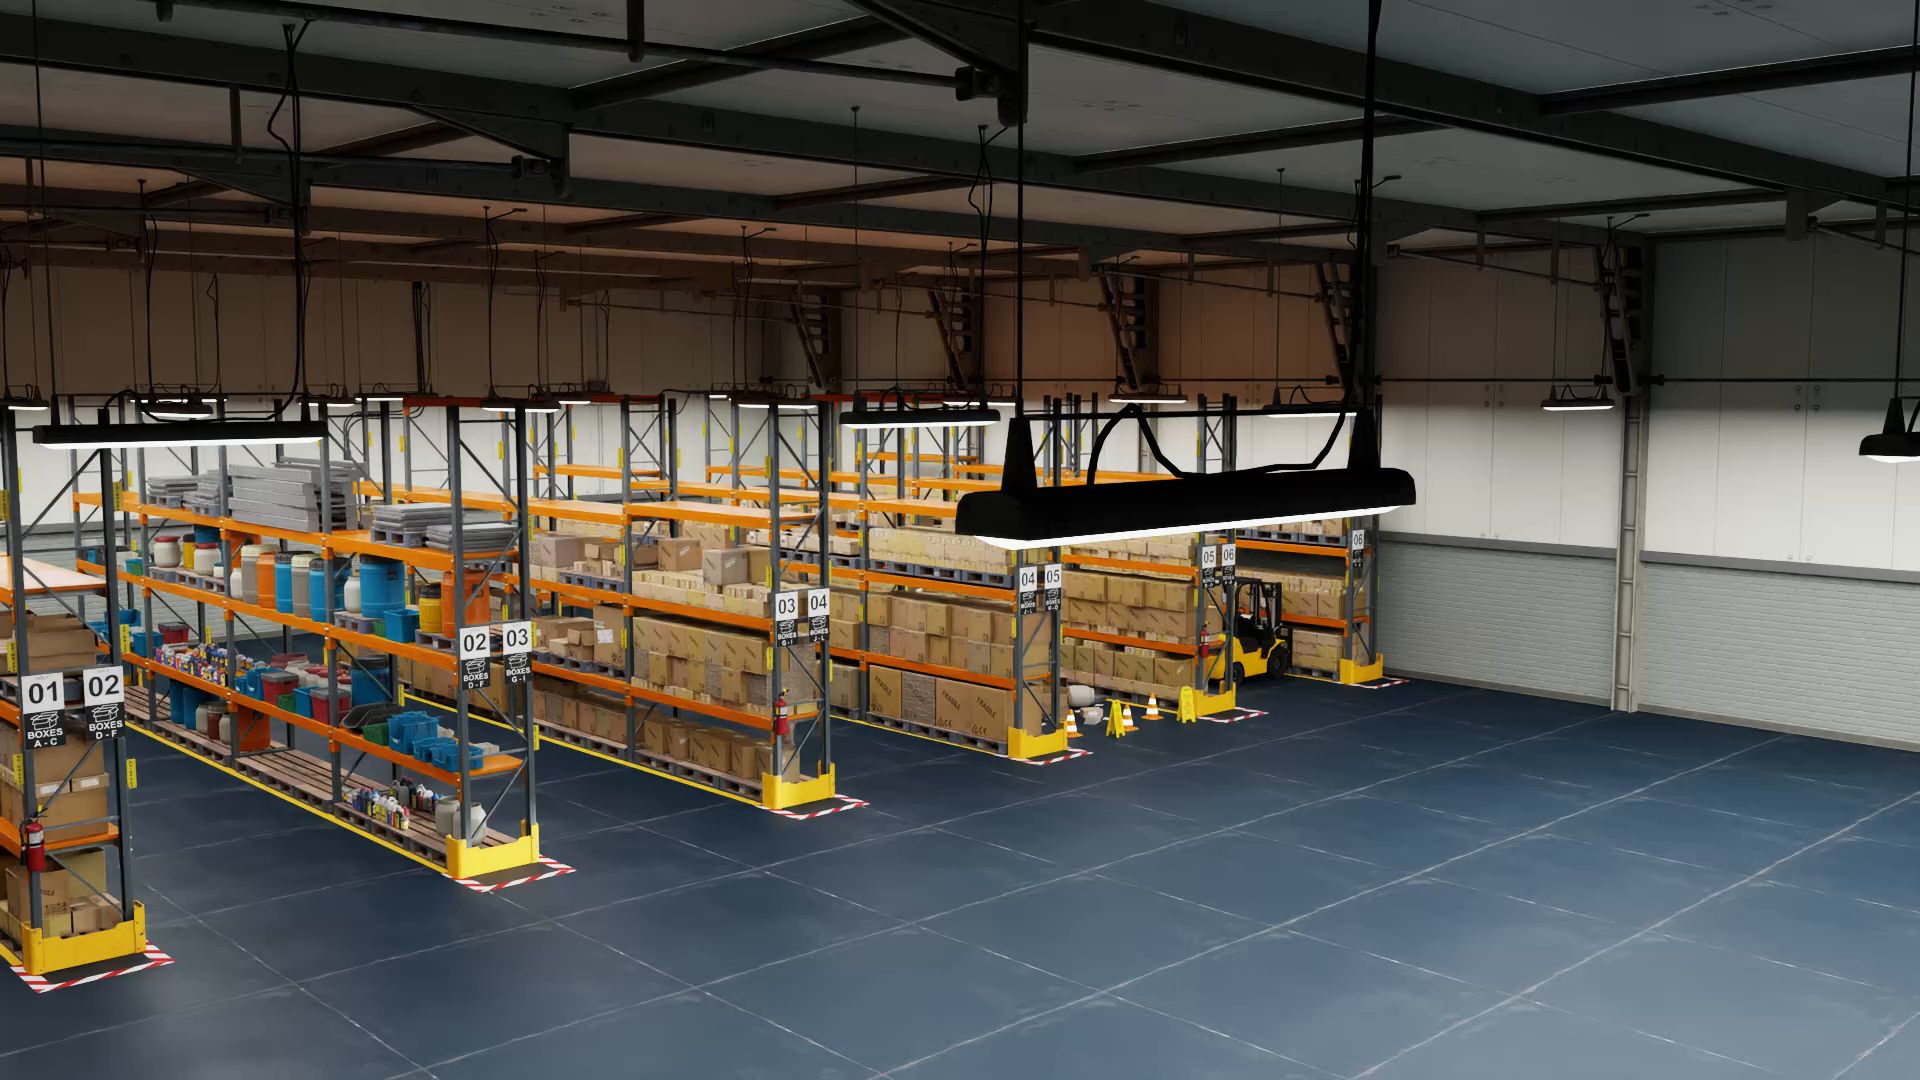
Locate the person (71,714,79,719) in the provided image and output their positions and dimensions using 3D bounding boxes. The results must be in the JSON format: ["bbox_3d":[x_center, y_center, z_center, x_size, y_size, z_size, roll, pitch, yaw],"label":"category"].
[{"bbox_3d":[-15.902,2.601,29.490,0.630,1.775,0.594,-2,6,-20],"label":"person"}]

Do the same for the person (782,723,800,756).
[{"bbox_3d":[-2.863,2.764,28.270,0.684,1.763,0.561,5,7,41],"label":"person"}]

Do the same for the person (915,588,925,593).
[{"bbox_3d":[-0.853,1.893,34.844,0.492,1.788,0.592,5,8,43],"label":"person"}]
